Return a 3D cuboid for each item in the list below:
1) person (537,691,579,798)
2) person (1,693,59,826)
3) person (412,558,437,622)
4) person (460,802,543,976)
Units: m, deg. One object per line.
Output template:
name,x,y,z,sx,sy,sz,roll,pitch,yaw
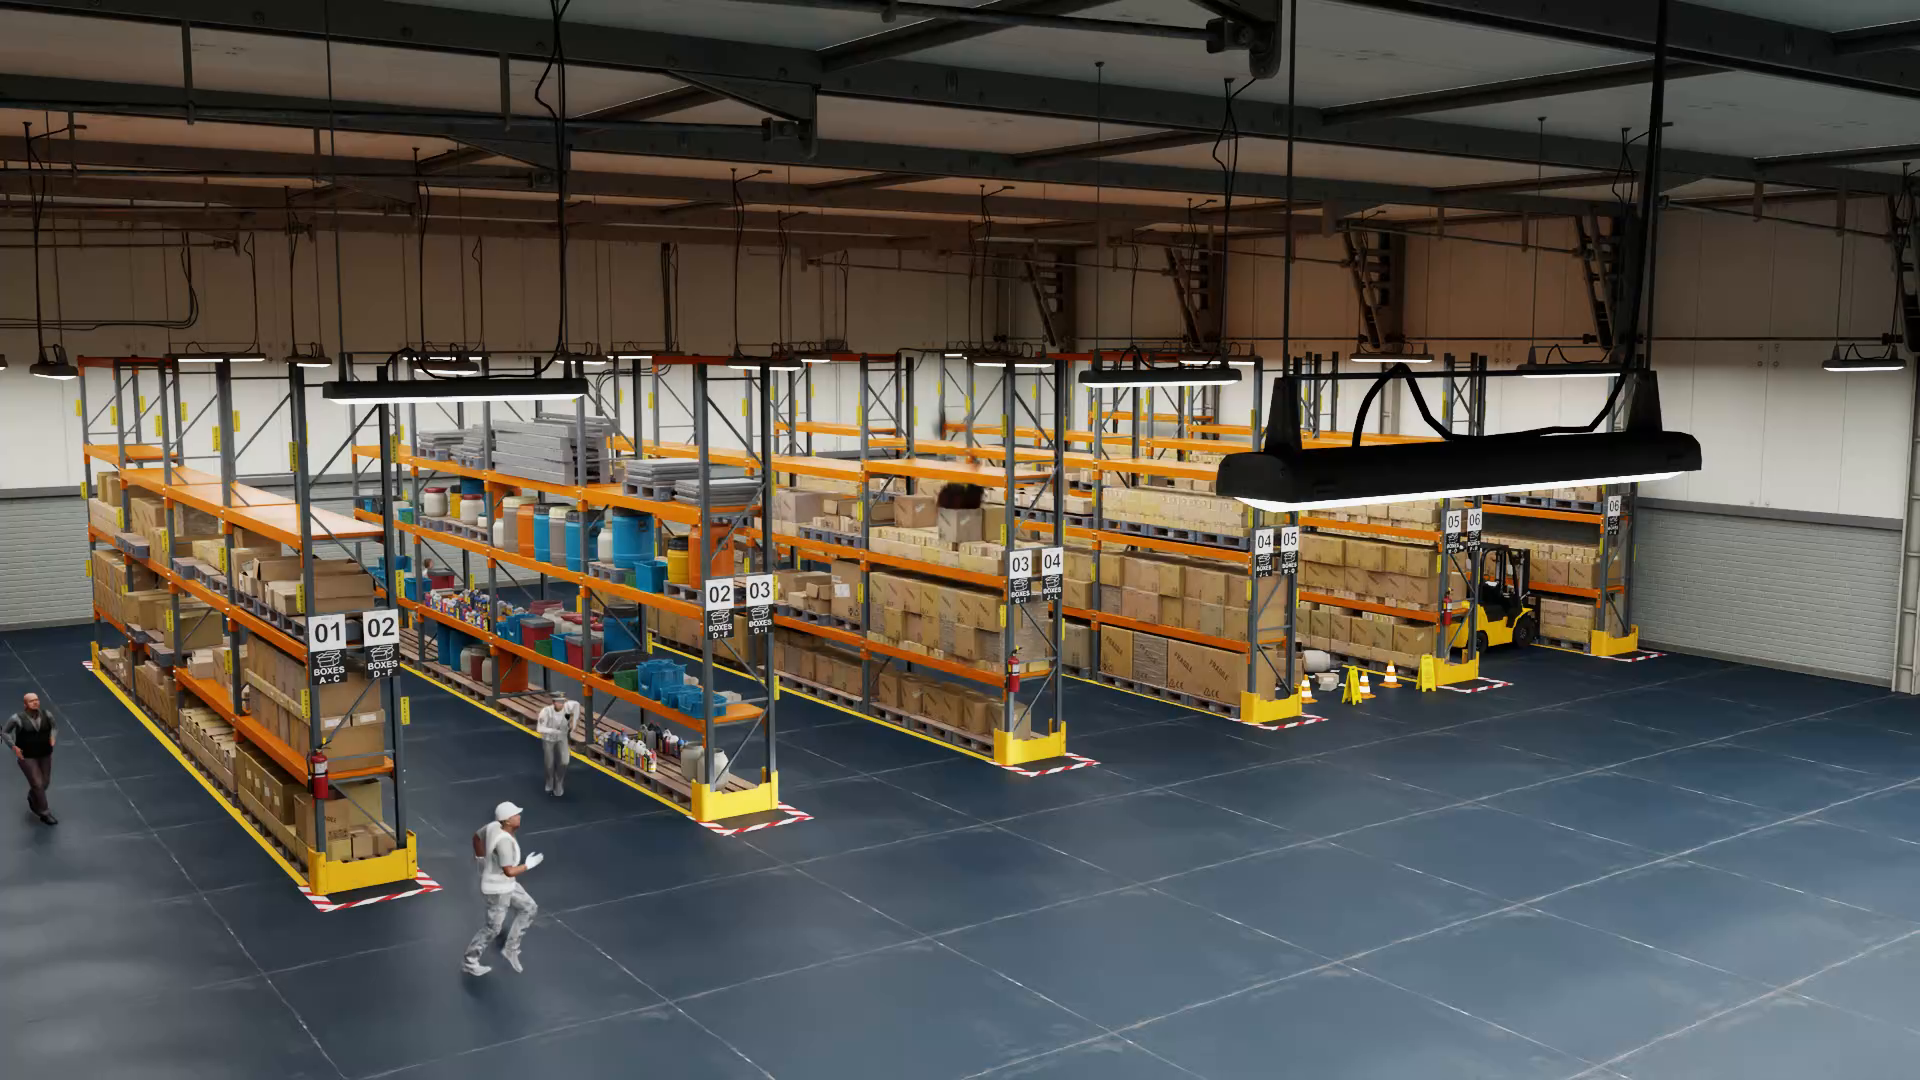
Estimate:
person,-5.549,2.792,22.970,0.642,1.540,0.917,-3,8,-27
person,-12.148,2.846,21.796,0.839,1.717,0.670,5,9,38
person,-11.616,1.172,36.304,0.784,1.565,0.580,0,7,1
person,-4.547,3.461,16.476,0.828,1.771,0.715,-2,7,-17
